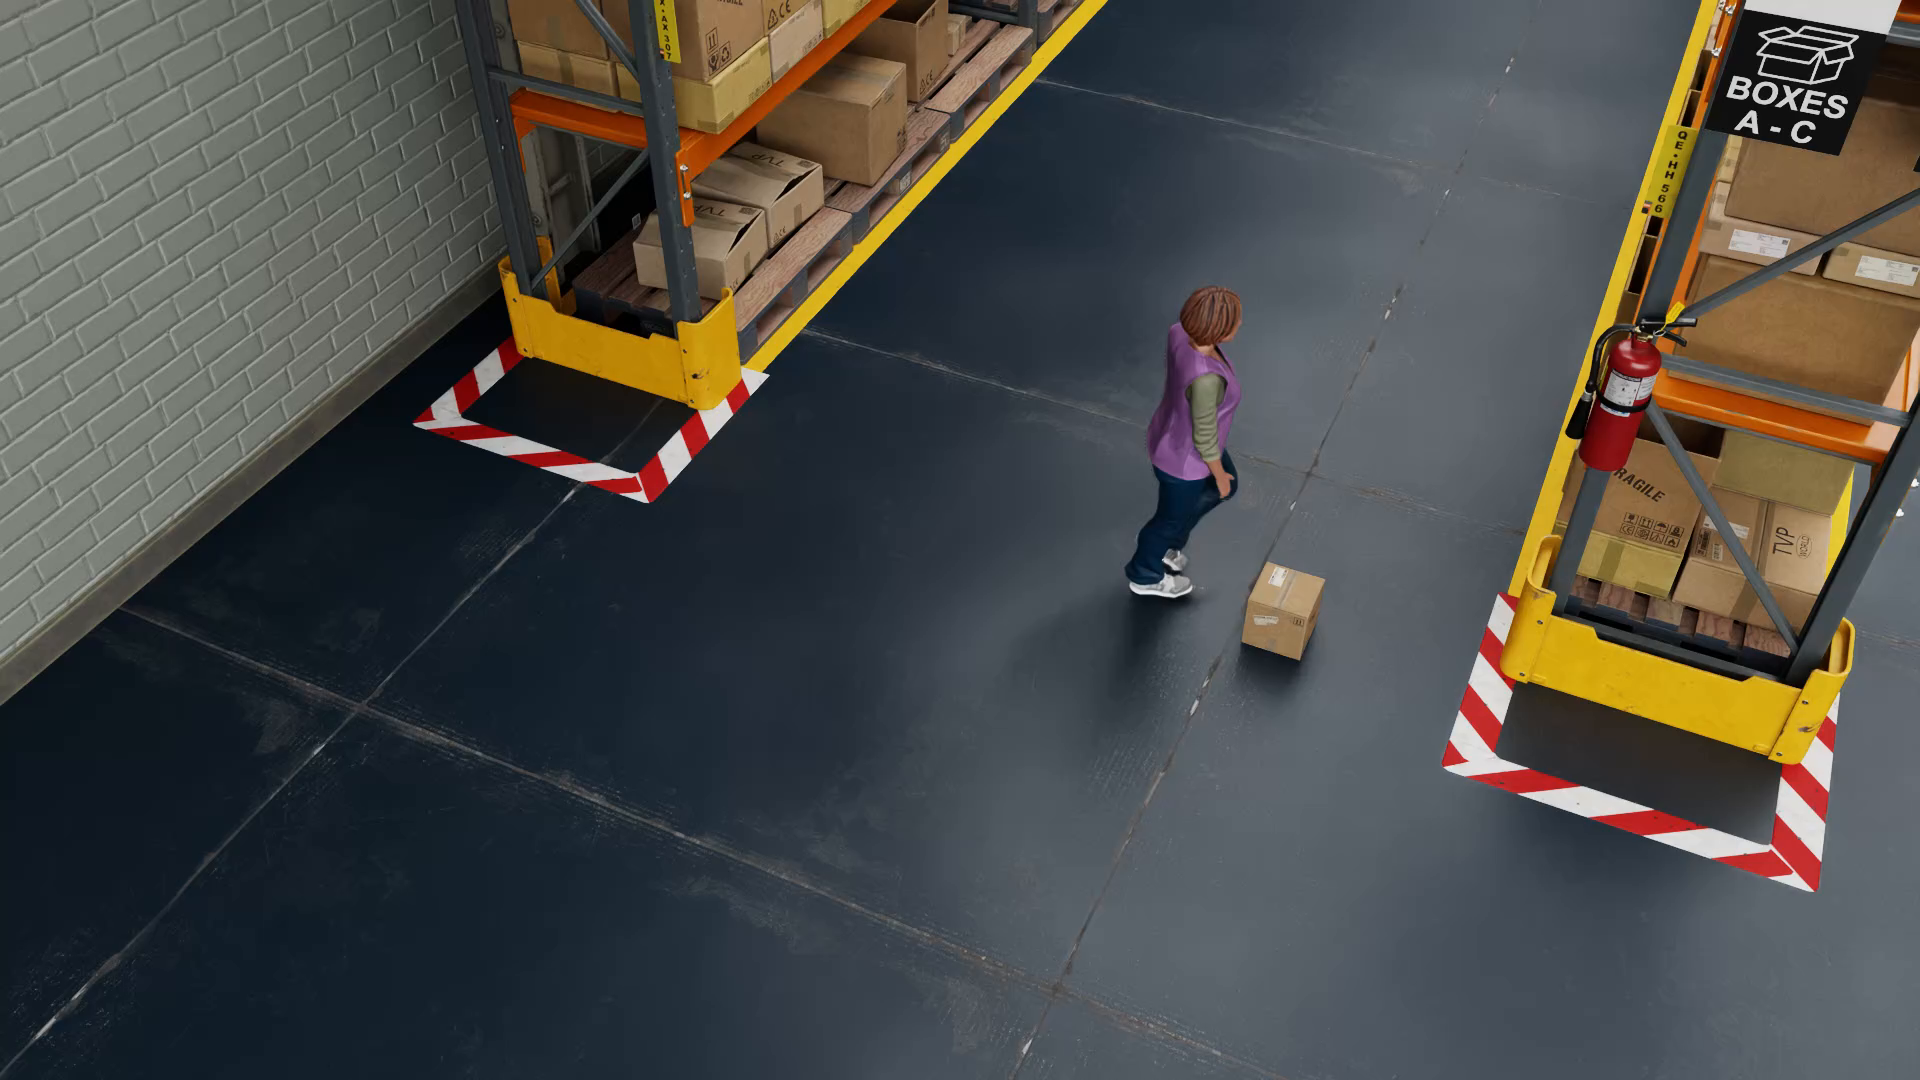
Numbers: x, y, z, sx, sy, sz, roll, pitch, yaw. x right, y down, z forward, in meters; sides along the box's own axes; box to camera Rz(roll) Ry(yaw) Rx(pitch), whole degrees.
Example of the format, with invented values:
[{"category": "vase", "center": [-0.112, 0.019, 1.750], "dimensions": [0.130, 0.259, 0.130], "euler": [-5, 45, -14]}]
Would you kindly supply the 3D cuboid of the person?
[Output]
[{"category": "person", "center": [0.914, -0.337, 6.511], "dimensions": [0.444, 1.599, 0.472], "euler": [0, 43, 0]}]
